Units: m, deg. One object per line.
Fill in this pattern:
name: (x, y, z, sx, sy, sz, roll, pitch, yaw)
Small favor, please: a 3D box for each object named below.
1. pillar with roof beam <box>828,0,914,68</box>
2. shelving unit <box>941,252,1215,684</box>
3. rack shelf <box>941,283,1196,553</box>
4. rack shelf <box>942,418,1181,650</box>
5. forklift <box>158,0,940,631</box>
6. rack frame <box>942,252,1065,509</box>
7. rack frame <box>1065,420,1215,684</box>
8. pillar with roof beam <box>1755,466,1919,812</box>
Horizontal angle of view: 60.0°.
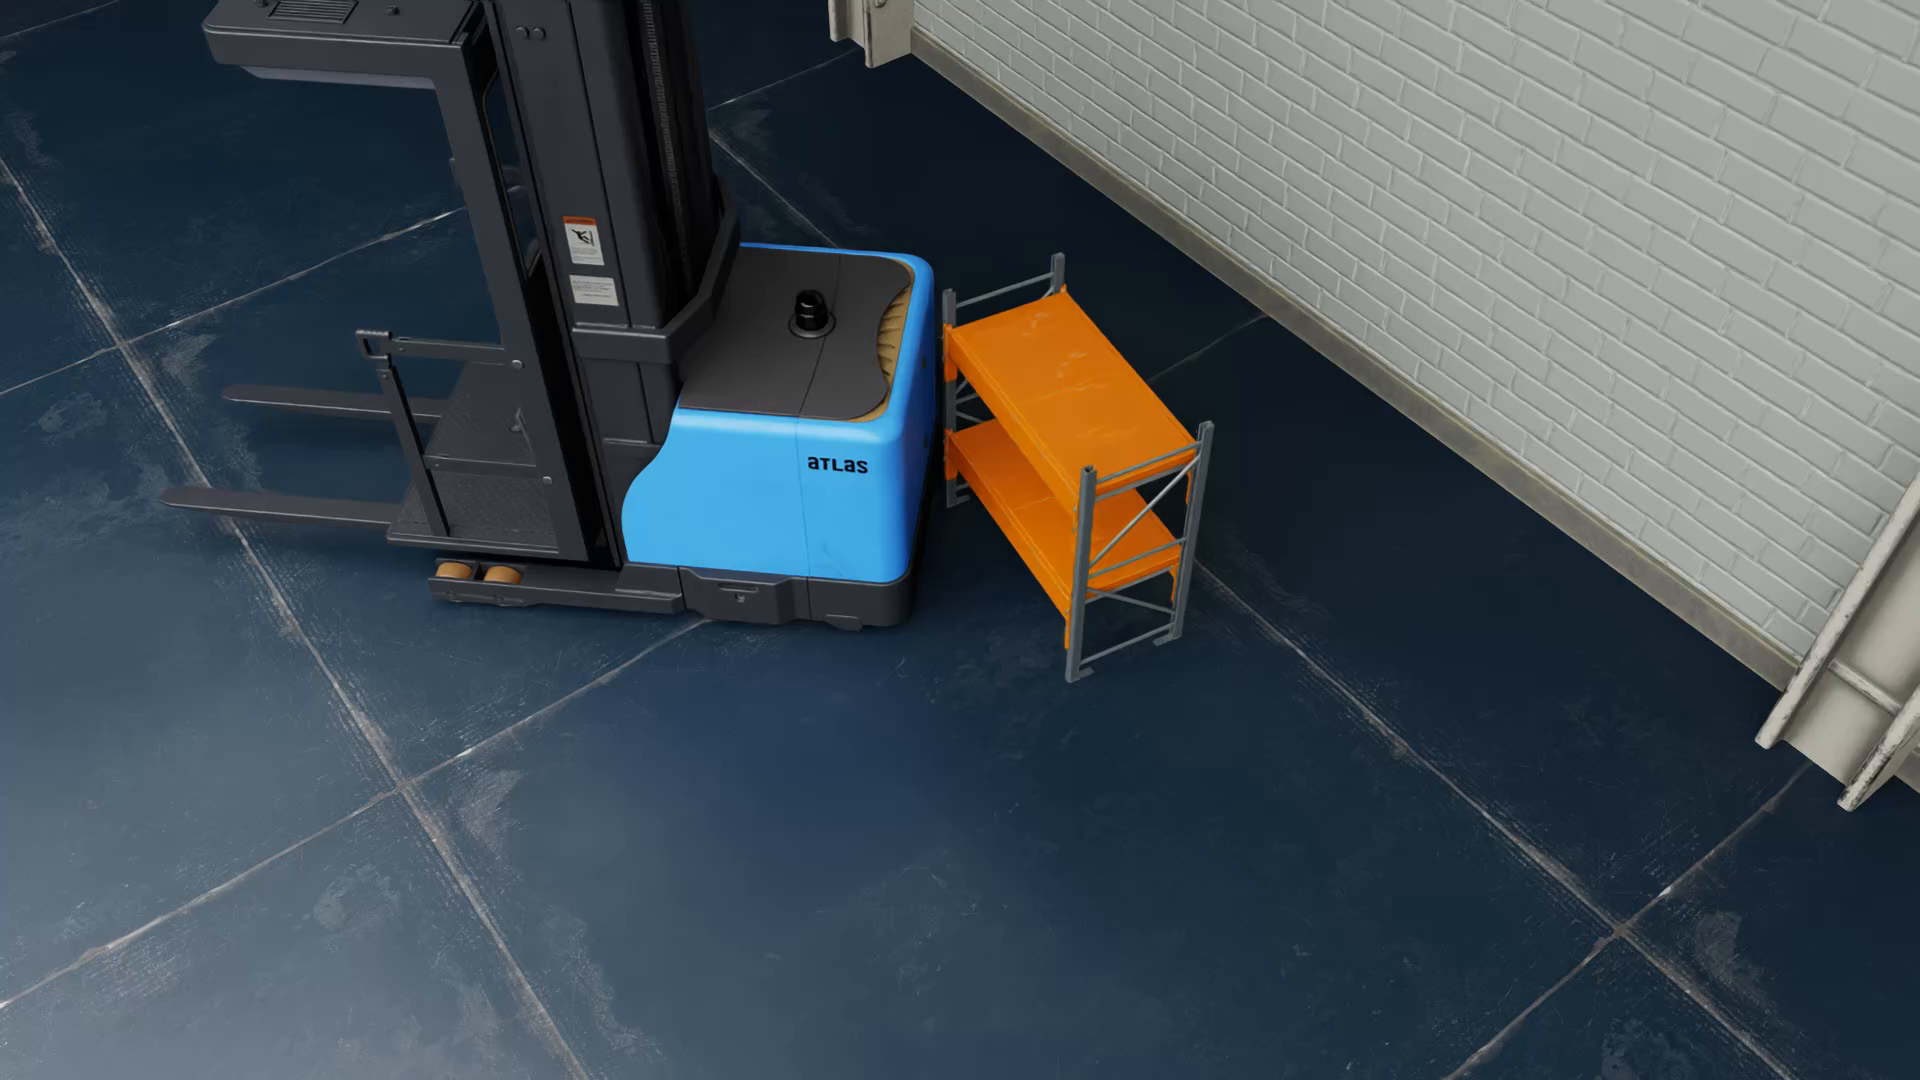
pillar with roof beam: (-3.912, -3.851, 4.166, 9.100, 9.000, 0.400, -29, 54, -24)
shelving unit: (0.394, -0.267, 6.232, 0.538, 1.125, 1.048, -21, 51, -18)
rack shelf: (0.394, -0.464, 6.015, 0.538, 0.278, 1.000, -21, 51, -18)
rack shelf: (0.394, -0.103, 6.413, 0.538, 0.278, 1.000, -21, 51, -18)
forklift: (-1.639, -1.110, 5.776, 3.031, 2.935, 1.130, 5, 48, 4)
rack frame: (0.163, -0.602, 6.536, 0.500, 1.125, 0.032, -21, 51, -18)
rack frame: (0.626, 0.068, 5.928, 0.500, 1.125, 0.032, -21, 51, -18)
pillar with roof beam: (-0.279, -0.313, 0.958, 9.100, 9.000, 0.400, -29, 54, -24)
